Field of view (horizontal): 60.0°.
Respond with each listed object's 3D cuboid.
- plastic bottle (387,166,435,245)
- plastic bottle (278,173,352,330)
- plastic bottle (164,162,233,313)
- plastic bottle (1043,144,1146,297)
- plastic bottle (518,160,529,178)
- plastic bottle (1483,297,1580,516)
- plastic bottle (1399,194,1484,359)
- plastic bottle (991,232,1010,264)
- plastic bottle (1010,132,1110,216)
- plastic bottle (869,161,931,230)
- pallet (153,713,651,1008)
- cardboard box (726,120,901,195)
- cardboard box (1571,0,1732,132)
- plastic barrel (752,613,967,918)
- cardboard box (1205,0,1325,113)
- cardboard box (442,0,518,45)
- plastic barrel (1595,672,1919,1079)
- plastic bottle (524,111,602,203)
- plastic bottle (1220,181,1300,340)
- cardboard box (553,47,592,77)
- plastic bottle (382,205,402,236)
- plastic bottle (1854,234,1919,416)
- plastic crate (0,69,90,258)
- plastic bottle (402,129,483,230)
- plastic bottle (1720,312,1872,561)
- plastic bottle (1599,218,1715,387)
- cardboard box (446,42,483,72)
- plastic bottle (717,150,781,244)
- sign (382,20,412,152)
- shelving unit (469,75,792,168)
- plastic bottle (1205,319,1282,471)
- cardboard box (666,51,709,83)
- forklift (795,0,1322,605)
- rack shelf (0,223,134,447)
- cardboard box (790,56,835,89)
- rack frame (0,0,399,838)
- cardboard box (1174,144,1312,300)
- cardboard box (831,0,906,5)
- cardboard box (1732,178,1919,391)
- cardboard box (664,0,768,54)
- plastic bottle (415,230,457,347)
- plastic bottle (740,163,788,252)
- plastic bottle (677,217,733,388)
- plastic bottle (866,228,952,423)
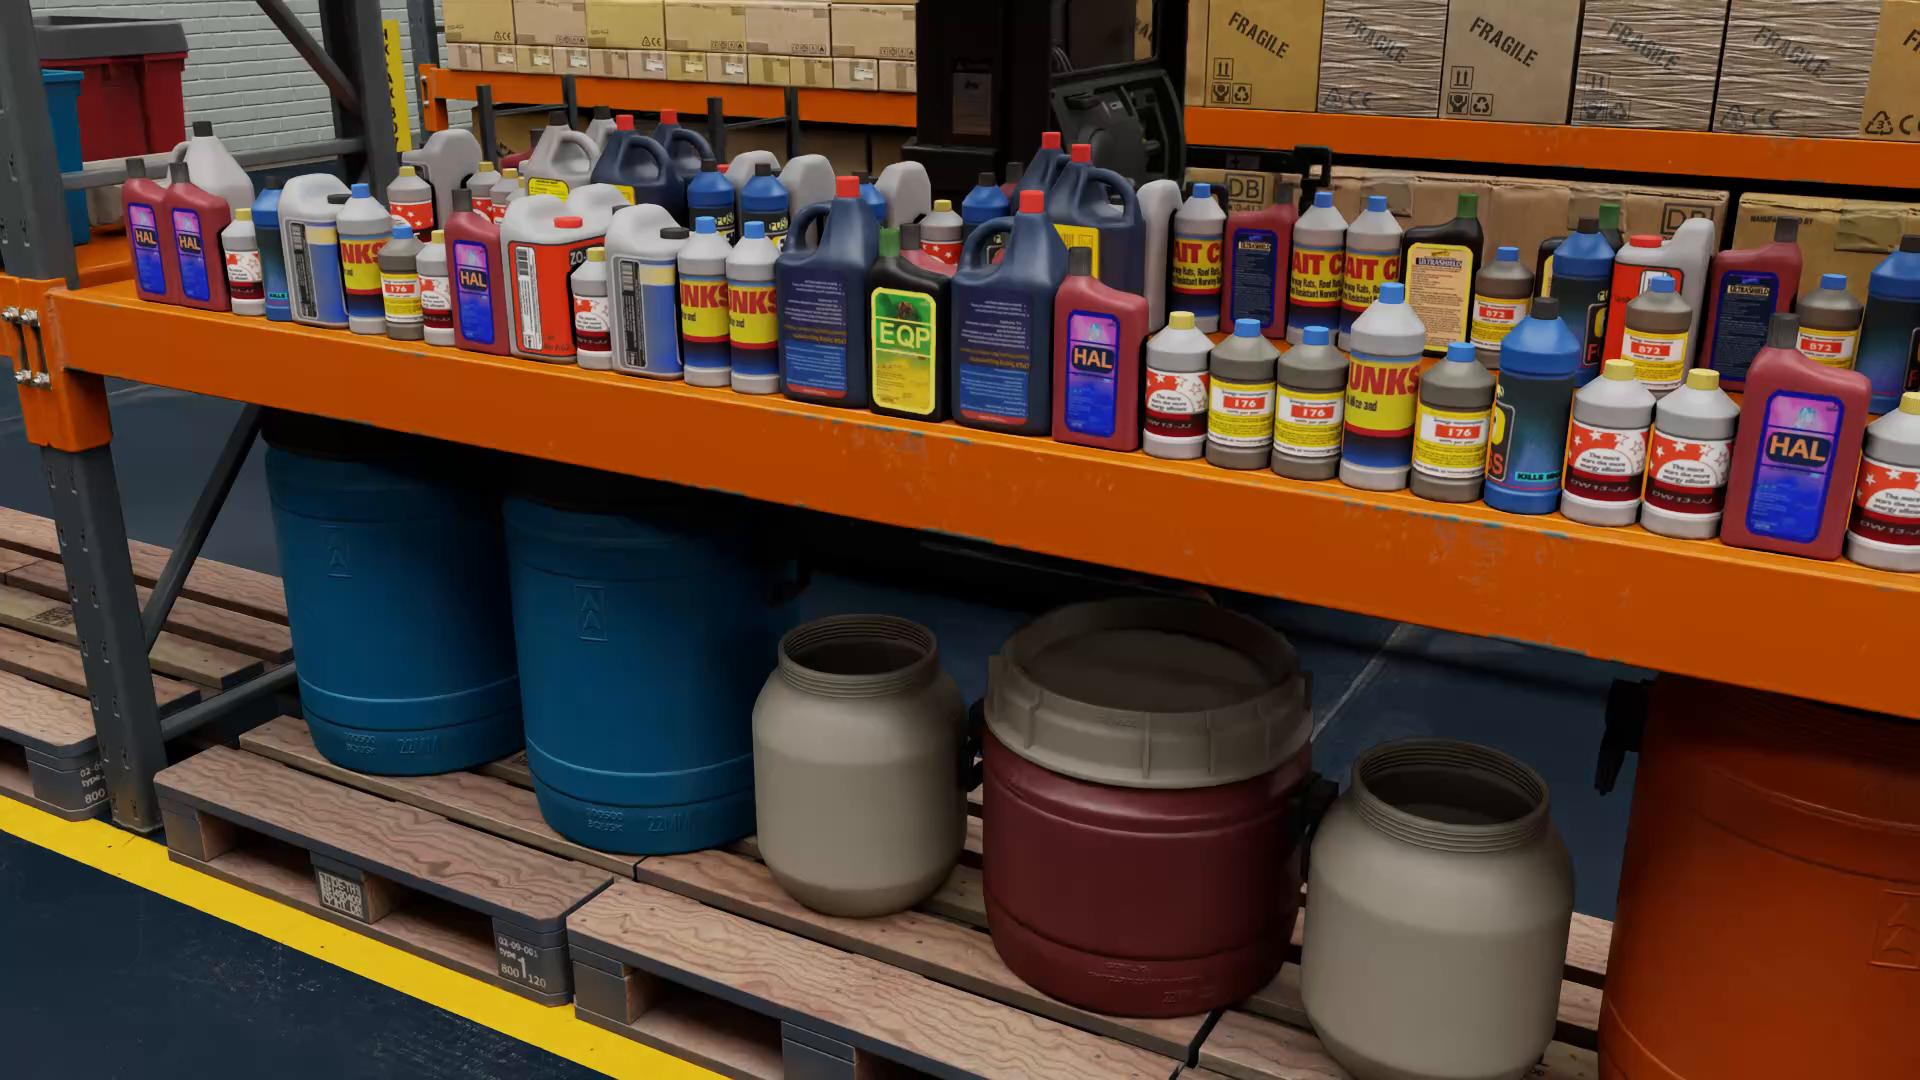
[{"bbox_3d":[-1.273,-0.763,3.860,0.097,0.201,0.097,0,20,0],"label":"plastic bottle"},{"bbox_3d":[-1.193,-0.556,3.181,0.135,0.276,0.152,11,23,27],"label":"plastic bottle"},{"bbox_3d":[-1.502,-0.601,3.293,0.133,0.283,0.061,11,23,27],"label":"plastic bottle"},{"bbox_3d":[0.237,-0.536,3.016,0.185,0.351,0.144,11,23,27],"label":"plastic bottle"},{"bbox_3d":[-0.910,-0.777,3.791,0.135,0.276,0.152,11,23,27],"label":"plastic bottle"},{"bbox_3d":[0.737,-0.175,2.139,0.097,0.271,0.097,0,20,0],"label":"plastic bottle"},{"bbox_3d":[0.842,-0.465,2.919,0.133,0.283,0.061,11,23,27],"label":"plastic bottle"},{"bbox_3d":[0.112,-0.349,2.601,0.133,0.283,0.061,11,23,27],"label":"plastic bottle"},{"bbox_3d":[0.193,-0.604,3.203,0.185,0.351,0.144,11,23,27],"label":"plastic bottle"},{"bbox_3d":[-0.149,-0.632,3.391,0.135,0.276,0.152,11,23,27],"label":"plastic bottle"},{"bbox_3d":[-1.077,0.586,3.940,1.213,0.211,1.003,11,23,27],"label":"pallet"},{"bbox_3d":[-0.638,-1.822,8.989,0.875,0.875,0.875,11,23,27],"label":"cardboard box"},{"bbox_3d":[2.738,-1.900,6.558,0.500,0.500,0.500,10,22,26],"label":"cardboard box"},{"bbox_3d":[-0.196,0.440,3.285,0.421,0.512,0.421,0,20,0],"label":"plastic barrel"},{"bbox_3d":[1.404,-2.153,7.254,0.500,0.500,0.500,11,23,27],"label":"cardboard box"},{"bbox_3d":[-2.520,-2.914,9.284,0.500,0.250,0.500,10,22,26],"label":"cardboard box"},{"bbox_3d":[1.326,0.546,2.527,0.708,0.830,0.600,11,23,27],"label":"plastic barrel"},{"bbox_3d":[-0.839,-0.744,3.590,0.185,0.351,0.144,11,23,27],"label":"plastic bottle"},{"bbox_3d":[0.555,-0.519,3.069,0.133,0.283,0.061,11,23,27],"label":"plastic bottle"},{"bbox_3d":[-1.981,-2.602,9.008,0.250,0.149,0.380,10,22,26],"label":"cardboard box"},{"bbox_3d":[-1.148,-0.561,3.305,0.097,0.201,0.097,0,20,0],"label":"plastic bottle"},{"bbox_3d":[1.454,-0.335,2.580,0.097,0.271,0.097,0,20,0],"label":"plastic bottle"},{"bbox_3d":[-2.304,-0.862,3.779,0.575,0.384,0.392,11,23,27],"label":"plastic crate"},{"bbox_3d":[-1.229,-0.838,3.958,0.135,0.276,0.152,11,23,27],"label":"plastic bottle"},{"bbox_3d":[0.999,-0.124,1.980,0.133,0.283,0.061,11,23,27],"label":"plastic bottle"},{"bbox_3d":[1.138,-0.387,2.716,0.135,0.276,0.152,11,23,27],"label":"plastic bottle"},{"bbox_3d":[-2.658,-2.730,9.360,0.250,0.149,0.380,11,23,28],"label":"cardboard box"},{"bbox_3d":[-0.469,-0.693,3.559,0.135,0.276,0.152,11,23,27],"label":"plastic bottle"},{"bbox_3d":[-1.460,-1.159,4.256,0.005,0.325,0.100,11,23,27],"label":"sign"},{"bbox_3d":[-1.185,-0.920,6.203,1.048,1.500,0.538,10,22,26],"label":"shelving unit"},{"bbox_3d":[0.397,-0.207,2.329,0.097,0.201,0.097,0,20,0],"label":"plastic bottle"},{"bbox_3d":[-1.314,-2.474,8.656,0.250,0.149,0.380,10,22,26],"label":"cardboard box"},{"bbox_3d":[0.651,-1.279,5.093,3.031,2.935,1.130,10,22,26],"label":"forklift"},{"bbox_3d":[-3.476,-0.860,4.892,4.000,0.370,1.077,11,23,27],"label":"rack shelf"},{"bbox_3d":[-0.639,-2.346,8.303,0.250,0.149,0.380,11,23,28],"label":"cardboard box"},{"bbox_3d":[-1.730,-0.866,3.852,0.127,3.000,1.000,11,23,27],"label":"rack frame"},{"bbox_3d":[1.254,-1.438,7.931,0.875,0.875,1.225,11,23,27],"label":"cardboard box"},{"bbox_3d":[-0.282,-2.843,7.989,0.500,0.500,0.500,11,23,28],"label":"cardboard box"},{"bbox_3d":[3.585,-0.994,6.708,0.875,0.875,1.225,10,22,25],"label":"cardboard box"},{"bbox_3d":[-1.167,-2.660,8.583,0.500,0.250,0.500,10,22,26],"label":"cardboard box"},{"bbox_3d":[-0.935,-0.461,3.029,0.097,0.201,0.097,0,20,0],"label":"plastic bottle"},{"bbox_3d":[-0.396,-0.629,3.388,0.097,0.271,0.097,0,20,0],"label":"plastic bottle"},{"bbox_3d":[-0.413,-0.395,2.743,0.097,0.271,0.097,0,20,0],"label":"plastic bottle"},{"bbox_3d":[-0.075,-0.329,2.544,0.133,0.283,0.061,11,23,27],"label":"plastic bottle"}]
